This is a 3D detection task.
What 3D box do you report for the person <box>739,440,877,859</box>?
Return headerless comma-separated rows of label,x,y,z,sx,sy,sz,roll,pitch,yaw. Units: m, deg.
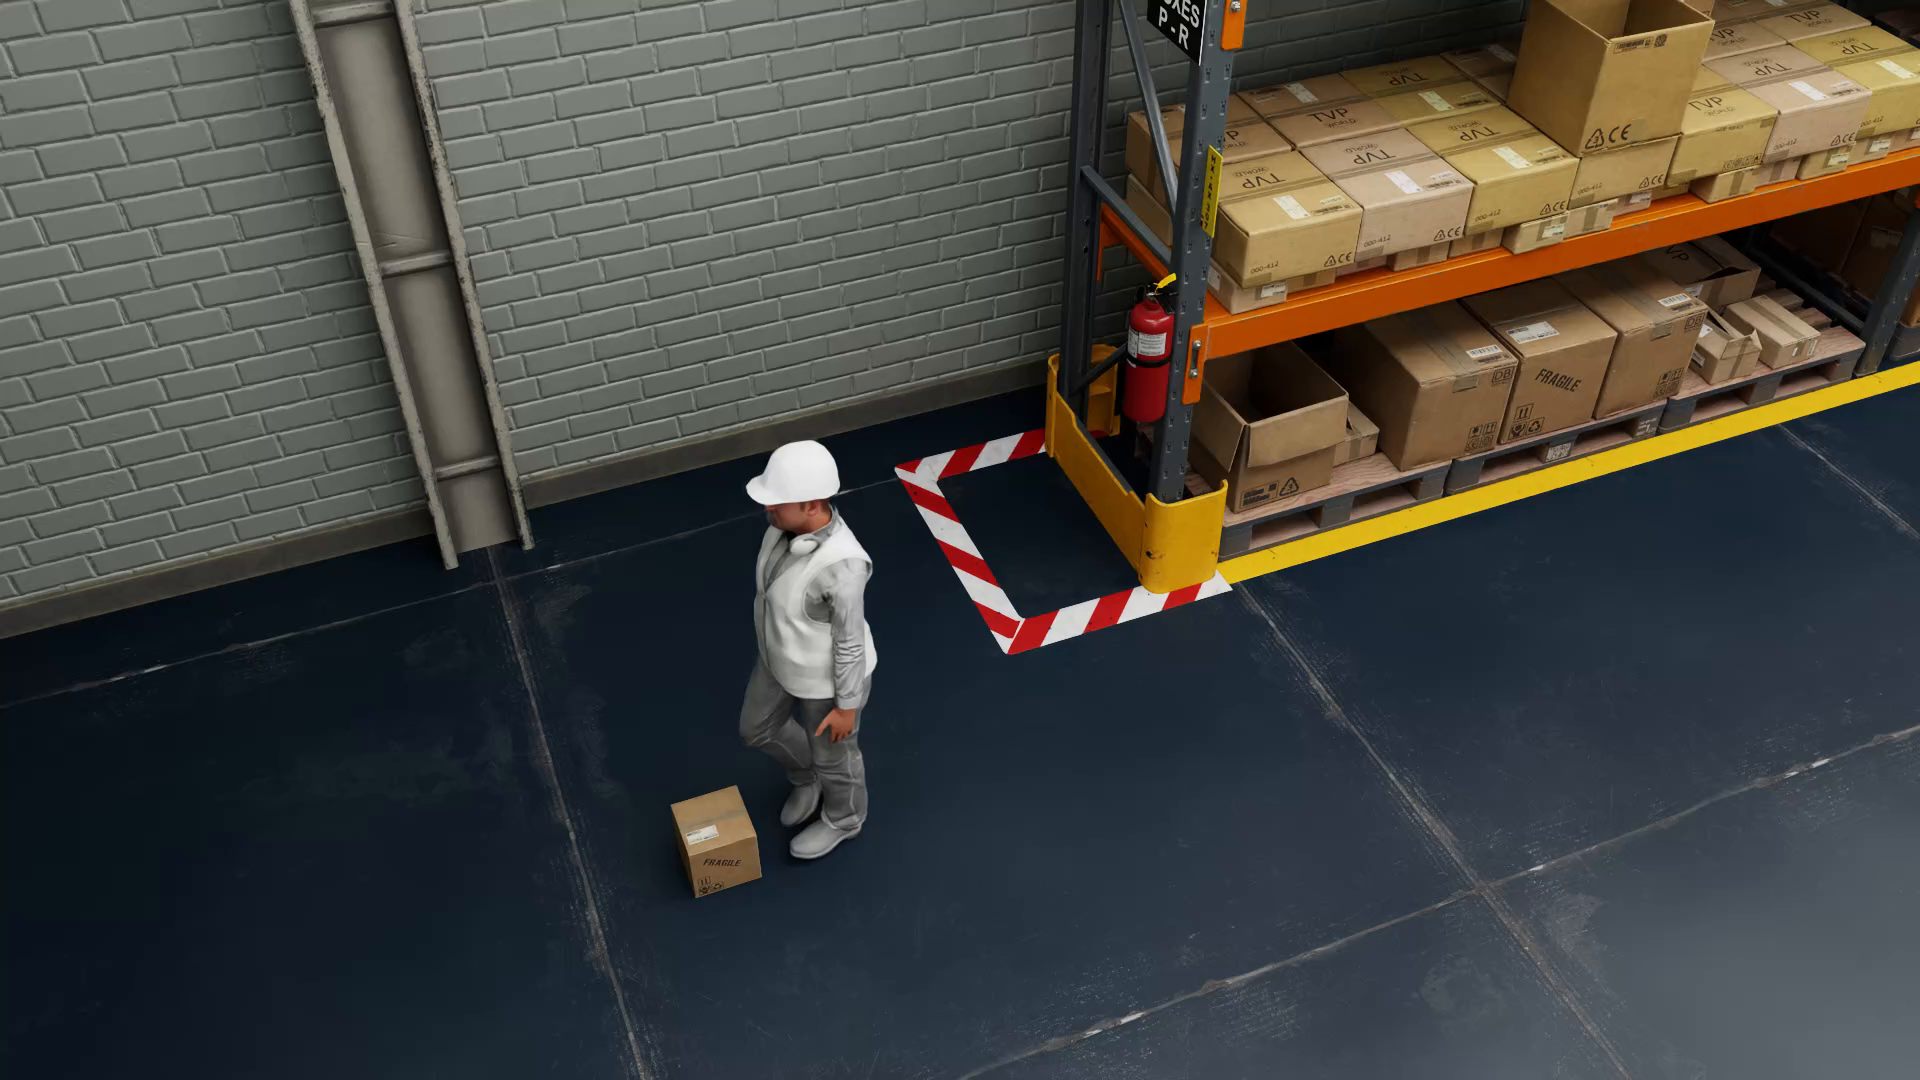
person,-0.513,0.436,5.654,0.431,1.800,0.577,-23,46,-24
